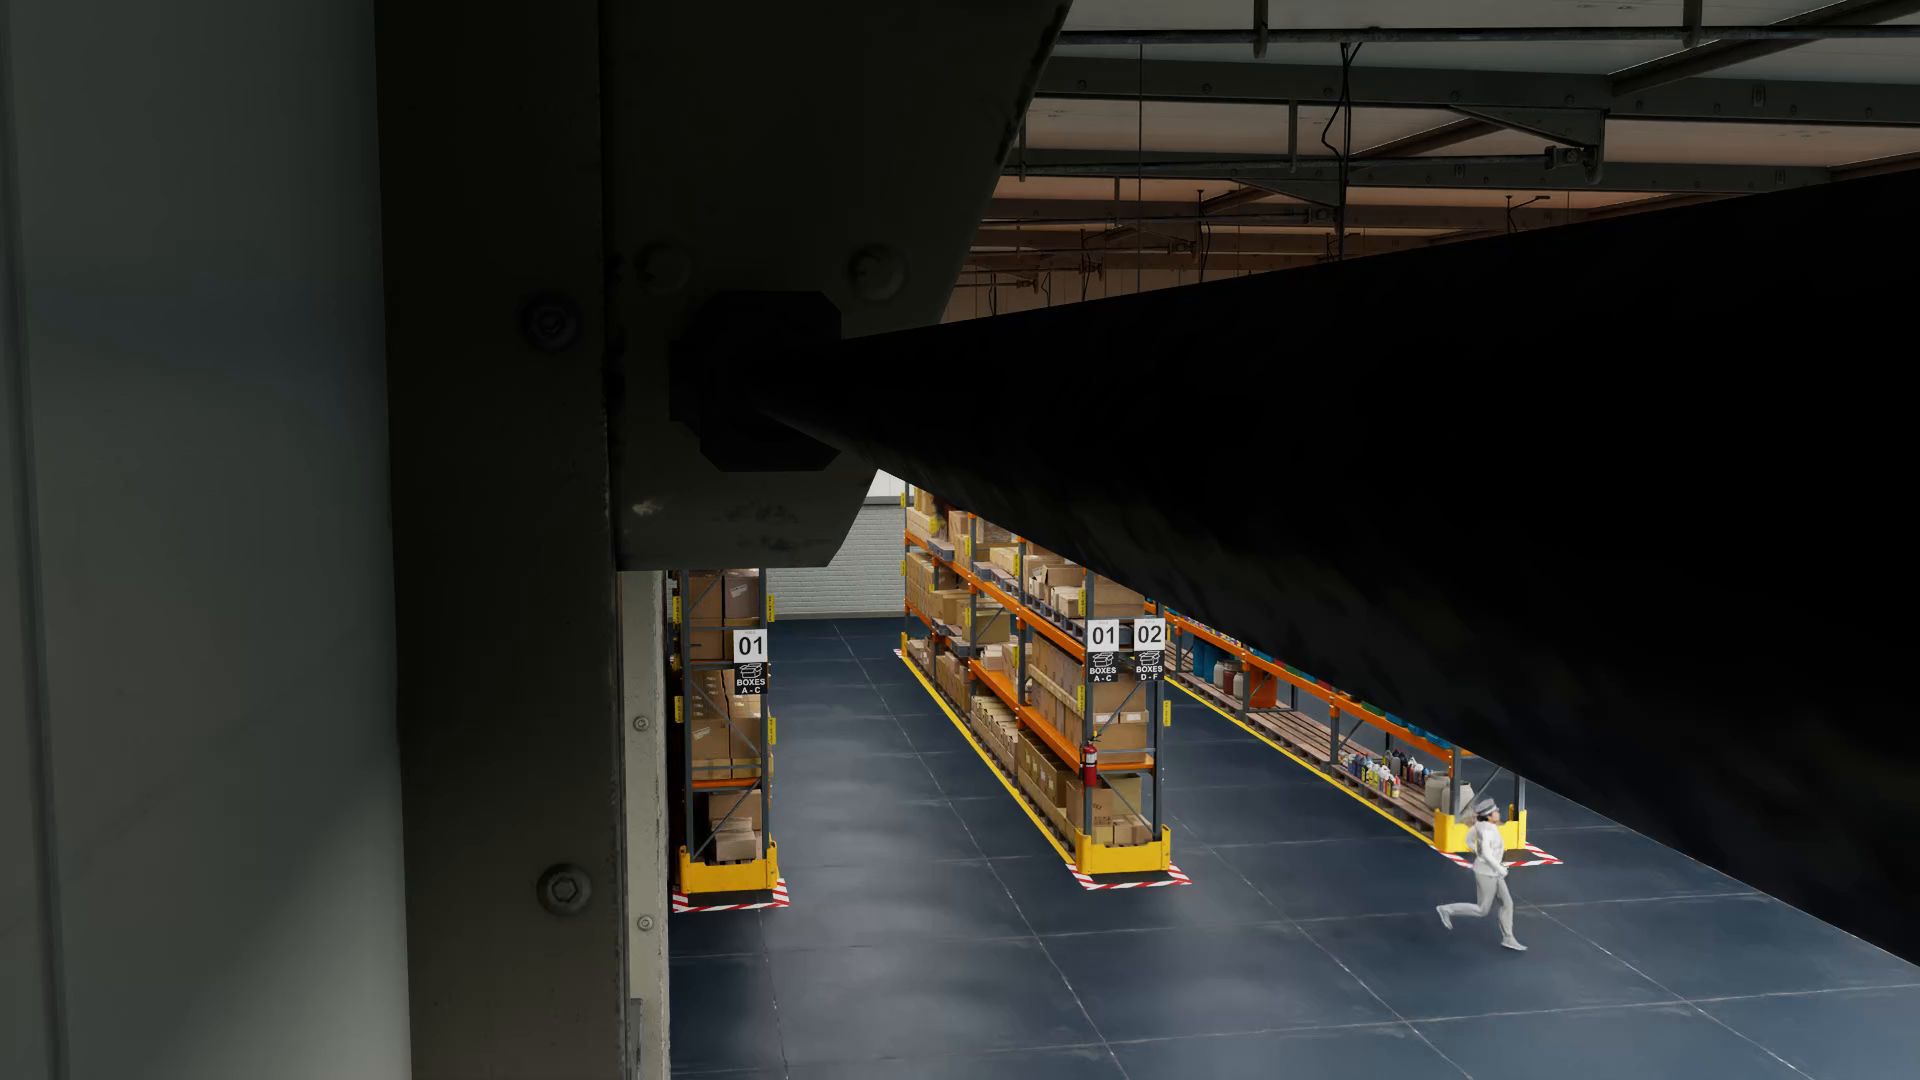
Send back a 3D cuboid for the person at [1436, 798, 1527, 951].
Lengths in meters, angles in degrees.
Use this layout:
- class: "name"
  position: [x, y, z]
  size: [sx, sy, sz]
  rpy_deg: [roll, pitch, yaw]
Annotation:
- class: "person"
  position: [5.734, 3.647, 18.139]
  size: [0.933, 1.689, 0.597]
  rpy_deg: [1, 6, 14]
